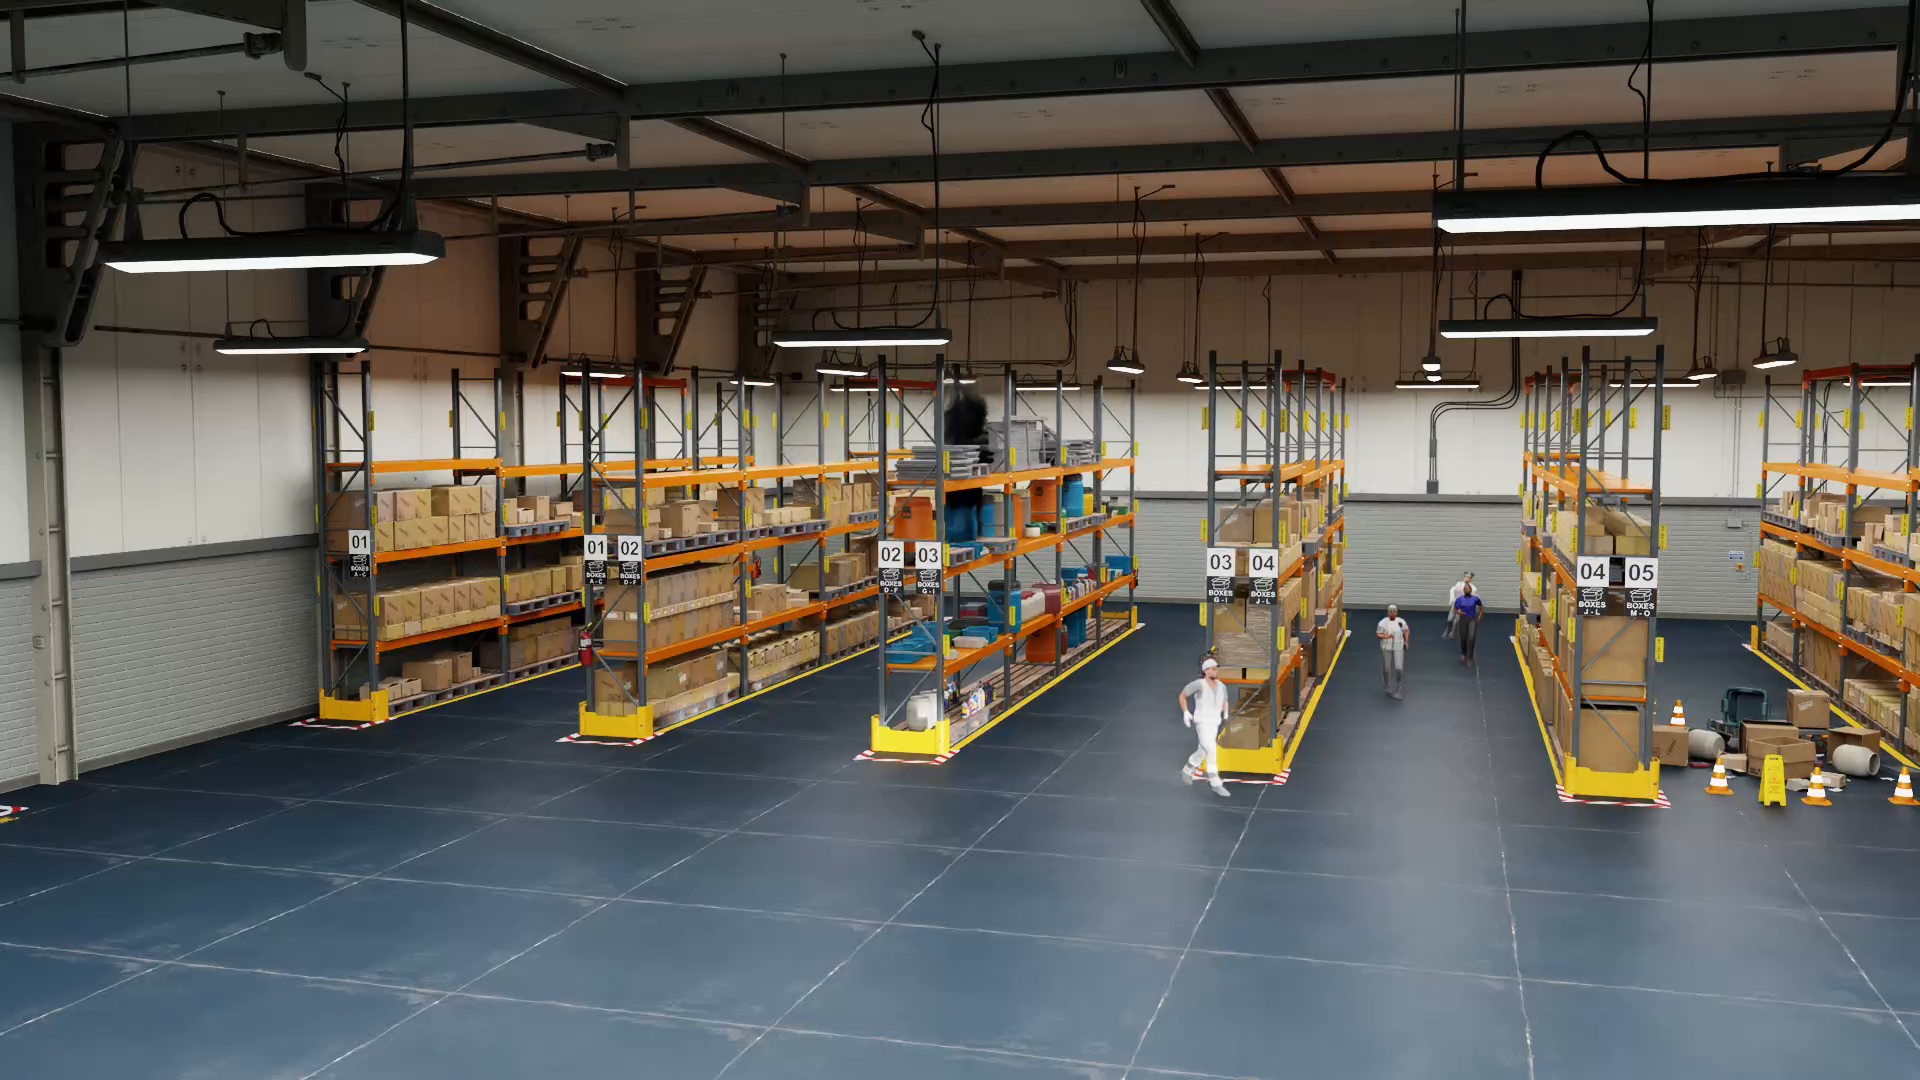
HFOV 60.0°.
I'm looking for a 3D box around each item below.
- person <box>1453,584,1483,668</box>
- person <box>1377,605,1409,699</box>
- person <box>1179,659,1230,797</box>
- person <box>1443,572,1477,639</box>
[{"bbox_3d":[10.436,1.746,34.198,0.581,1.700,0.841,1,4,19],"label":"person"},{"bbox_3d":[7.855,2.026,30.183,0.576,1.712,0.716,1,4,14],"label":"person"},{"bbox_3d":[3.368,2.491,22.434,0.671,1.765,0.985,-3,5,-33],"label":"person"},{"bbox_3d":[11.391,1.496,37.923,0.759,1.588,0.579,2,4,24],"label":"person"}]
